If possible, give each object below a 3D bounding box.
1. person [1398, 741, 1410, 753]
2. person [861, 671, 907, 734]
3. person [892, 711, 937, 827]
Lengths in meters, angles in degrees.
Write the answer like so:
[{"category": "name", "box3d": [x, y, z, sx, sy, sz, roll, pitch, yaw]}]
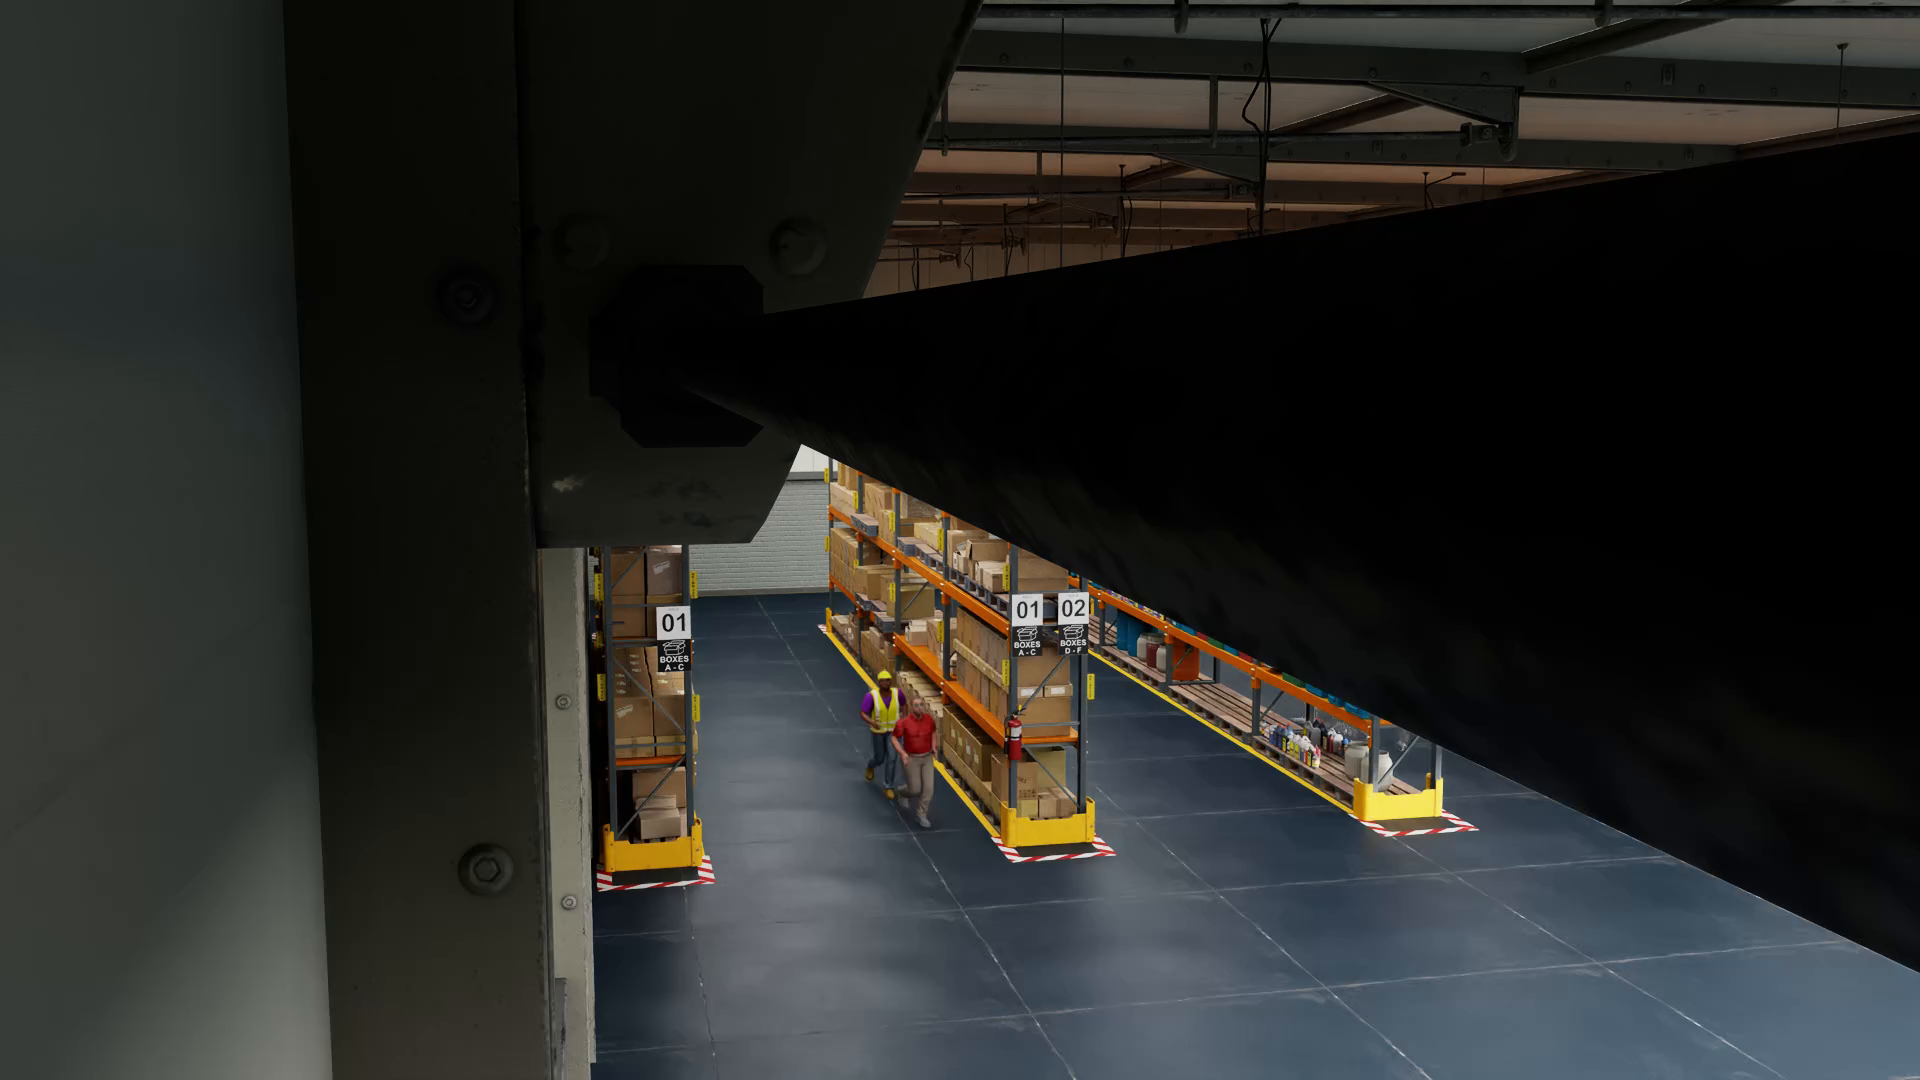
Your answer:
[{"category": "person", "box3d": [6.773, 2.481, 26.059, 0.605, 1.626, 0.951, -4, 8, -29]}, {"category": "person", "box3d": [-1.054, 2.264, 23.332, 0.678, 0.883, 0.369, -2, 7, -15]}, {"category": "person", "box3d": [-0.585, 3.000, 21.990, 0.636, 1.492, 0.670, -3, 7, -25]}]
